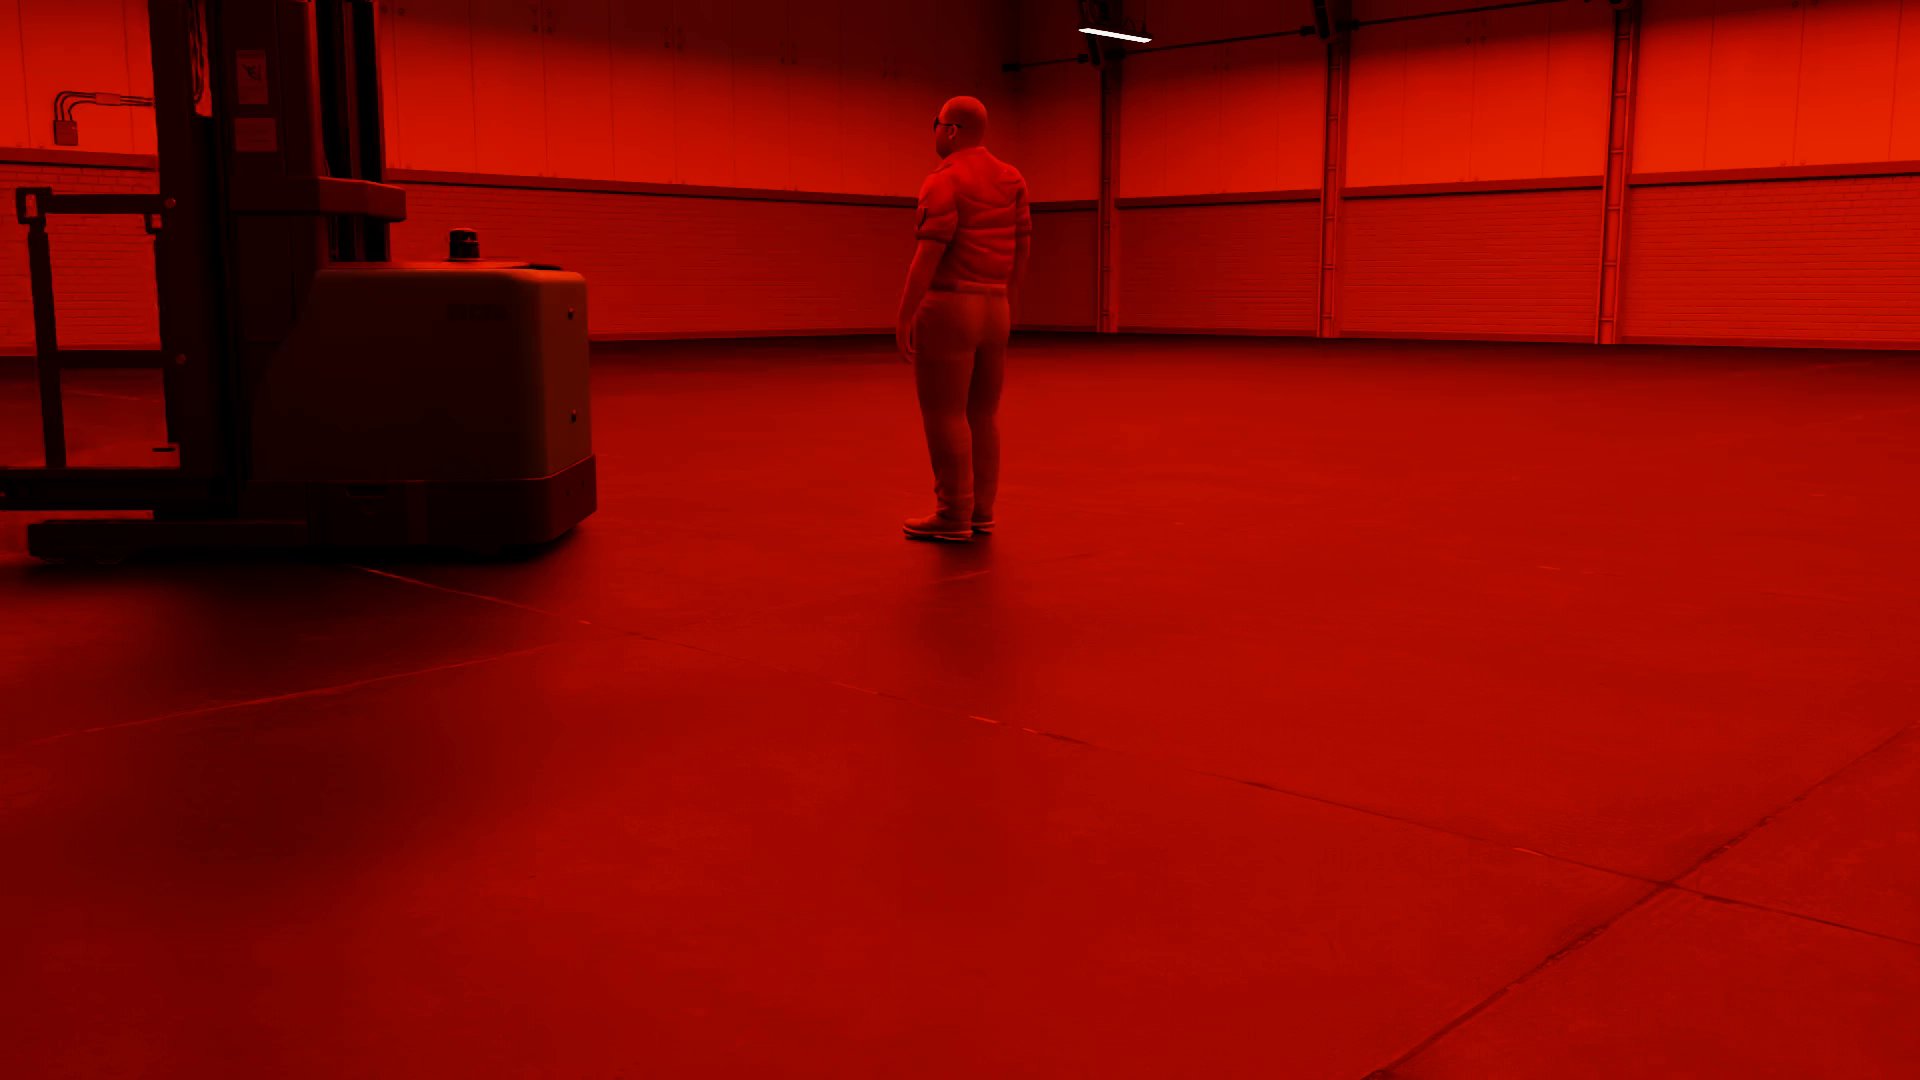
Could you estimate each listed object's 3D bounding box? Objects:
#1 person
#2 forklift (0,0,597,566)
[{"bbox_3d":[-0.056,-0.872,6.658,0.551,1.727,0.640,8,12,43],"label":"person"},{"bbox_3d":[-3.048,-1.435,6.407,3.031,2.935,1.130,0,9,-1],"label":"forklift"}]
